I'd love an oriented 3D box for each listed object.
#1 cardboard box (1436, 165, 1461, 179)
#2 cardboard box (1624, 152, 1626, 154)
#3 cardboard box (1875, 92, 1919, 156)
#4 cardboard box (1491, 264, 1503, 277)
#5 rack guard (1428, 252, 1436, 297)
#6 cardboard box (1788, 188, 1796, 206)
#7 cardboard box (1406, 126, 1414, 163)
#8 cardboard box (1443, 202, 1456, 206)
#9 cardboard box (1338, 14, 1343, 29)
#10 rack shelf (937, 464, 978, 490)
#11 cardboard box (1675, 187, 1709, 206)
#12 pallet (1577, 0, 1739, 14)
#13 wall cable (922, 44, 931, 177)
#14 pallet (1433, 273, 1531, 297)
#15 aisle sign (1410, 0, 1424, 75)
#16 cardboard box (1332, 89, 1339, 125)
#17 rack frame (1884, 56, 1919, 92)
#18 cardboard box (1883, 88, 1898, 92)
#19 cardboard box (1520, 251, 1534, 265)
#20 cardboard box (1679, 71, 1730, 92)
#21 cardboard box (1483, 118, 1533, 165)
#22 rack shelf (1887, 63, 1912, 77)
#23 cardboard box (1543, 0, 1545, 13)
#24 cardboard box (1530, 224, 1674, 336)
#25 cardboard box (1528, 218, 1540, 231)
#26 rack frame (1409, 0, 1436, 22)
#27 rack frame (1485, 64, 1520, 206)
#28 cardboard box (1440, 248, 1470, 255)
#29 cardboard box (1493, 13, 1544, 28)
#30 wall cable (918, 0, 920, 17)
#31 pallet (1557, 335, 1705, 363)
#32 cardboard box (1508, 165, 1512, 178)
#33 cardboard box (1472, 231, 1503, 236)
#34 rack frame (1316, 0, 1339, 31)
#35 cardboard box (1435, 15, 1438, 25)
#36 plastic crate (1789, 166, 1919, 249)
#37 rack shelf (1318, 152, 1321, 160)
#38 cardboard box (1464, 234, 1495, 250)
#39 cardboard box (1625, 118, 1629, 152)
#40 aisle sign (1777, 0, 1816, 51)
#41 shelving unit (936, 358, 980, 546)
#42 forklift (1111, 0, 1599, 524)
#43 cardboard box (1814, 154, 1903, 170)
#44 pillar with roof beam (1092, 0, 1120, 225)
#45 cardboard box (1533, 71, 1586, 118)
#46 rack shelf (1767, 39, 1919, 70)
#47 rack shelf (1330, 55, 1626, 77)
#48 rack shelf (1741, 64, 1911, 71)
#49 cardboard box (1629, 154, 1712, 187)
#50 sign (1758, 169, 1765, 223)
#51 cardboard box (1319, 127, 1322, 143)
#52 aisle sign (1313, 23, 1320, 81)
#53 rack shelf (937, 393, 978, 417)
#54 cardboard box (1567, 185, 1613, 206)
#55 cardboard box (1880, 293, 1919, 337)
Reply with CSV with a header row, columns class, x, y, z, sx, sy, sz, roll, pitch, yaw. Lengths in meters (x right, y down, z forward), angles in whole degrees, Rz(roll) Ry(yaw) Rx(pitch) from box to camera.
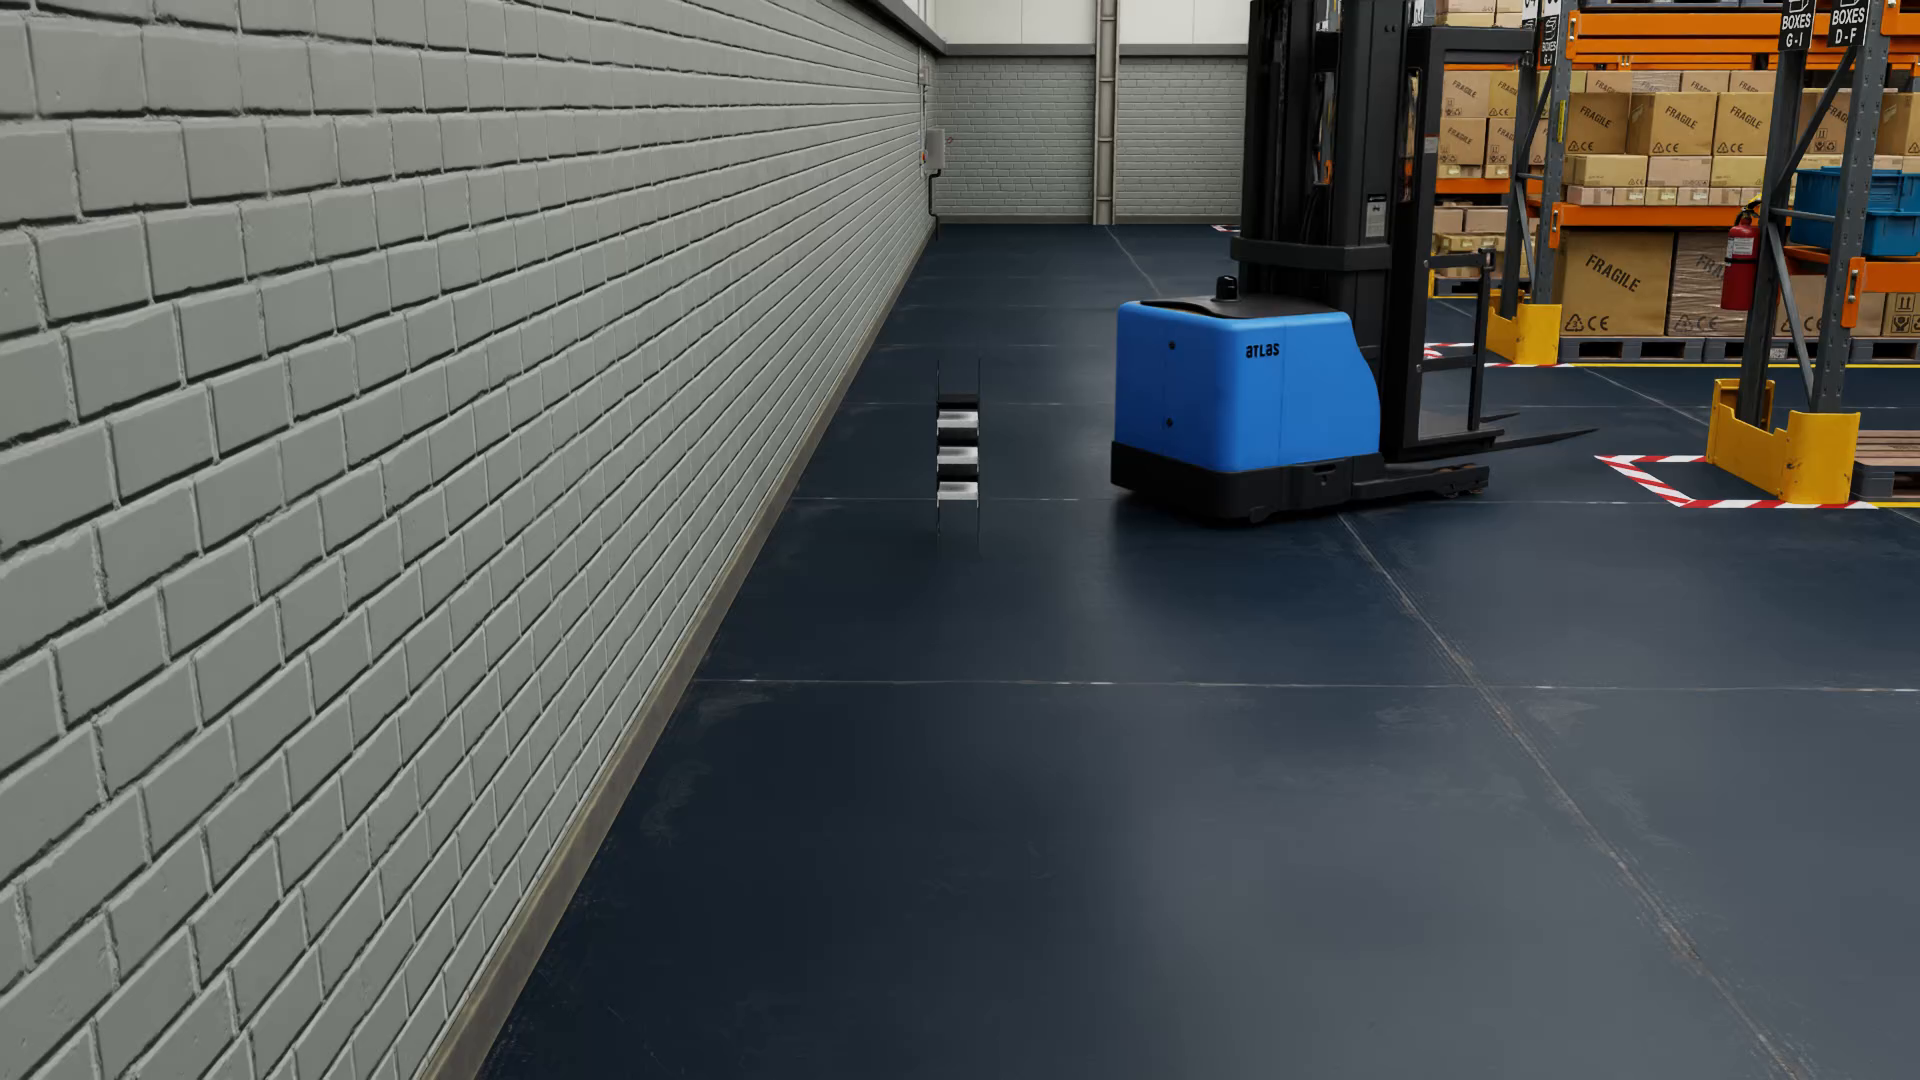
class,x,y,z,sx,sy,sz,roll,pitch,yaw
cardboard box,5.406,-4.116,18.555,0.250,0.149,0.380,0,15,1
cardboard box,5.861,-3.192,14.268,0.500,0.250,0.500,0,15,0
cardboard box,7.894,-3.406,13.612,0.500,0.500,0.500,1,15,2
cardboard box,6.118,-3.082,18.908,0.250,0.149,0.380,1,15,2
rack guard,5.166,-3.114,19.165,0.348,0.500,1.175,0,15,1
cardboard box,6.747,-2.842,13.723,0.250,0.149,0.380,0,15,0
cardboard box,6.095,-5.562,23.347,0.500,0.500,0.500,0,15,1
cardboard box,8.316,-5.638,28.368,0.258,0.266,0.396,1,15,3
cardboard box,5.568,-7.236,23.281,0.500,0.250,0.500,-1,15,-4
rack shelf,-0.008,-0.316,8.257,0.200,0.077,0.258,0,15,1
cardboard box,5.982,-2.847,13.744,0.250,0.149,0.380,0,15,1
pallet,5.605,-4.465,13.676,1.213,0.211,1.003,0,15,1
wall cable,-0.497,-6.470,24.993,0.122,1.984,0.588,0,15,1
pallet,5.978,-2.960,19.147,1.213,0.211,1.003,0,15,1
aisle sign,5.010,-5.505,18.228,0.004,0.787,0.394,0,15,1
cardboard box,5.604,-6.176,23.713,0.500,0.500,0.500,1,15,3
rack frame,13.113,-5.534,23.437,0.127,3.000,1.000,0,15,1
cardboard box,12.590,-6.003,23.057,0.500,0.500,0.500,0,15,0
cardboard box,6.381,-3.199,18.766,0.250,0.149,0.380,1,15,3
cardboard box,8.095,-4.909,18.328,0.500,0.500,0.500,0,15,0
cardboard box,6.068,-4.445,18.530,0.500,0.500,0.500,0,15,2
rack shelf,15.113,-6.624,23.097,4.000,0.370,1.077,0,15,1
cardboard box,6.549,-5.865,18.122,0.500,0.250,0.500,1,15,2
cardboard box,5.505,-2.251,14.335,0.875,0.875,0.875,0,15,1
cardboard box,8.490,-4.556,23.928,0.875,0.438,0.875,0,15,1
rack frame,5.090,-7.224,18.082,0.127,3.000,1.000,0,15,1
rack frame,9.238,-6.826,28.334,0.127,3.000,1.000,0,15,1
cardboard box,5.608,-3.223,18.859,0.250,0.149,0.380,1,15,4
cardboard box,6.059,-5.629,18.209,0.500,0.250,0.500,1,15,3
wall cable,-0.578,-8.453,22.738,0.029,3.000,0.463,0,15,1
pallet,5.664,-1.726,14.467,1.213,0.211,1.003,0,15,1
cardboard box,6.192,-4.143,18.656,0.250,0.149,0.380,1,15,4
cardboard box,6.138,-3.511,19.368,0.250,0.149,0.380,0,15,0
rack frame,5.116,-8.487,22.869,0.127,3.000,1.000,0,15,1
cardboard box,5.552,-5.766,18.729,0.500,0.250,0.500,0,15,0
plastic crate,5.076,-1.888,9.428,0.499,0.435,0.616,0,15,1
rack shelf,7.238,-6.492,28.475,4.000,0.370,1.077,0,15,1
cardboard box,5.884,-3.375,18.850,0.250,0.149,0.380,1,15,2
cardboard box,7.582,-4.428,18.464,0.500,0.500,0.500,0,15,1
aisle sign,4.672,-3.128,9.222,0.004,0.787,0.394,0,15,1
shelving unit,-0.008,-0.435,8.225,0.210,0.900,0.258,0,15,1
forklift,2.375,-1.755,9.245,3.031,2.935,1.130,-8,17,-29
cardboard box,7.386,-3.047,13.718,0.500,0.250,0.500,1,15,3
pillar with roof beam,2.456,-8.903,24.444,0.400,9.000,9.100,0,15,1
cardboard box,6.556,-4.918,18.361,0.500,0.500,0.500,0,15,0
rack shelf,11.088,-5.387,18.408,4.000,0.370,1.077,0,15,1
rack shelf,7.115,-6.676,23.294,4.000,0.370,1.077,0,15,1
rack shelf,15.236,-7.890,27.895,4.000,0.370,1.077,0,15,1
cardboard box,5.855,-3.057,13.758,0.500,0.250,0.500,0,15,1
sign,4.734,-2.016,9.780,0.005,0.325,0.100,0,15,1
cardboard box,6.190,-6.849,28.130,0.500,0.250,0.500,1,15,2
aisle sign,5.052,-6.923,23.605,0.004,0.787,0.394,0,15,1
rack shelf,-0.008,-0.664,8.165,0.200,0.077,0.258,0,15,1
cardboard box,5.209,-2.851,13.760,0.250,0.149,0.380,1,15,2
cardboard box,8.204,-2.234,14.268,0.875,0.875,0.875,0,15,1
